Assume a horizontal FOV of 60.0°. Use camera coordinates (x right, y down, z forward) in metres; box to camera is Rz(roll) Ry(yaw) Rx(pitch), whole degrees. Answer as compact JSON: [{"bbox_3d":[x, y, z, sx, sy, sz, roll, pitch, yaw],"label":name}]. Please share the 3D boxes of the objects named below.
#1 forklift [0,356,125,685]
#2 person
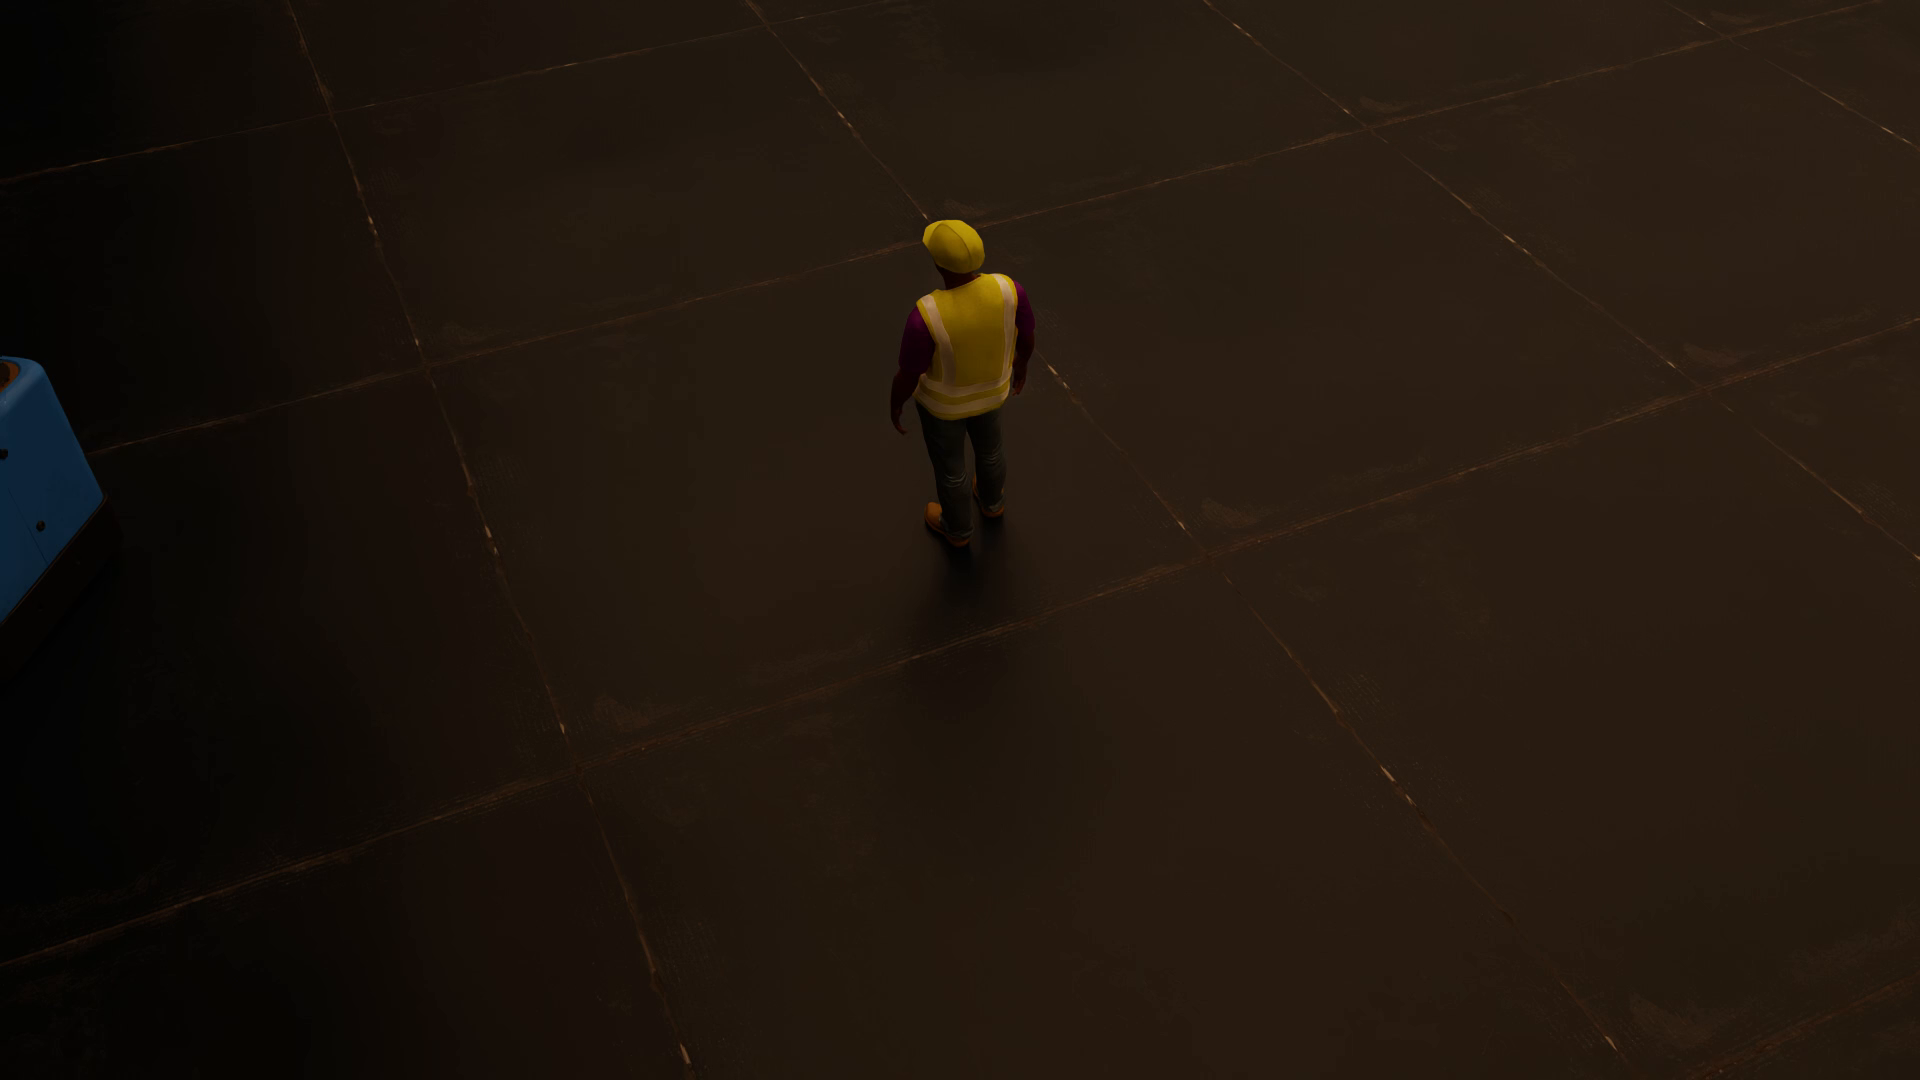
[{"bbox_3d":[-5.452,-0.908,6.654,3.031,2.935,1.130,7,43,7],"label":"forklift"},{"bbox_3d":[-0.023,-0.696,7.269,0.665,1.765,0.577,-18,46,-18],"label":"person"}]
